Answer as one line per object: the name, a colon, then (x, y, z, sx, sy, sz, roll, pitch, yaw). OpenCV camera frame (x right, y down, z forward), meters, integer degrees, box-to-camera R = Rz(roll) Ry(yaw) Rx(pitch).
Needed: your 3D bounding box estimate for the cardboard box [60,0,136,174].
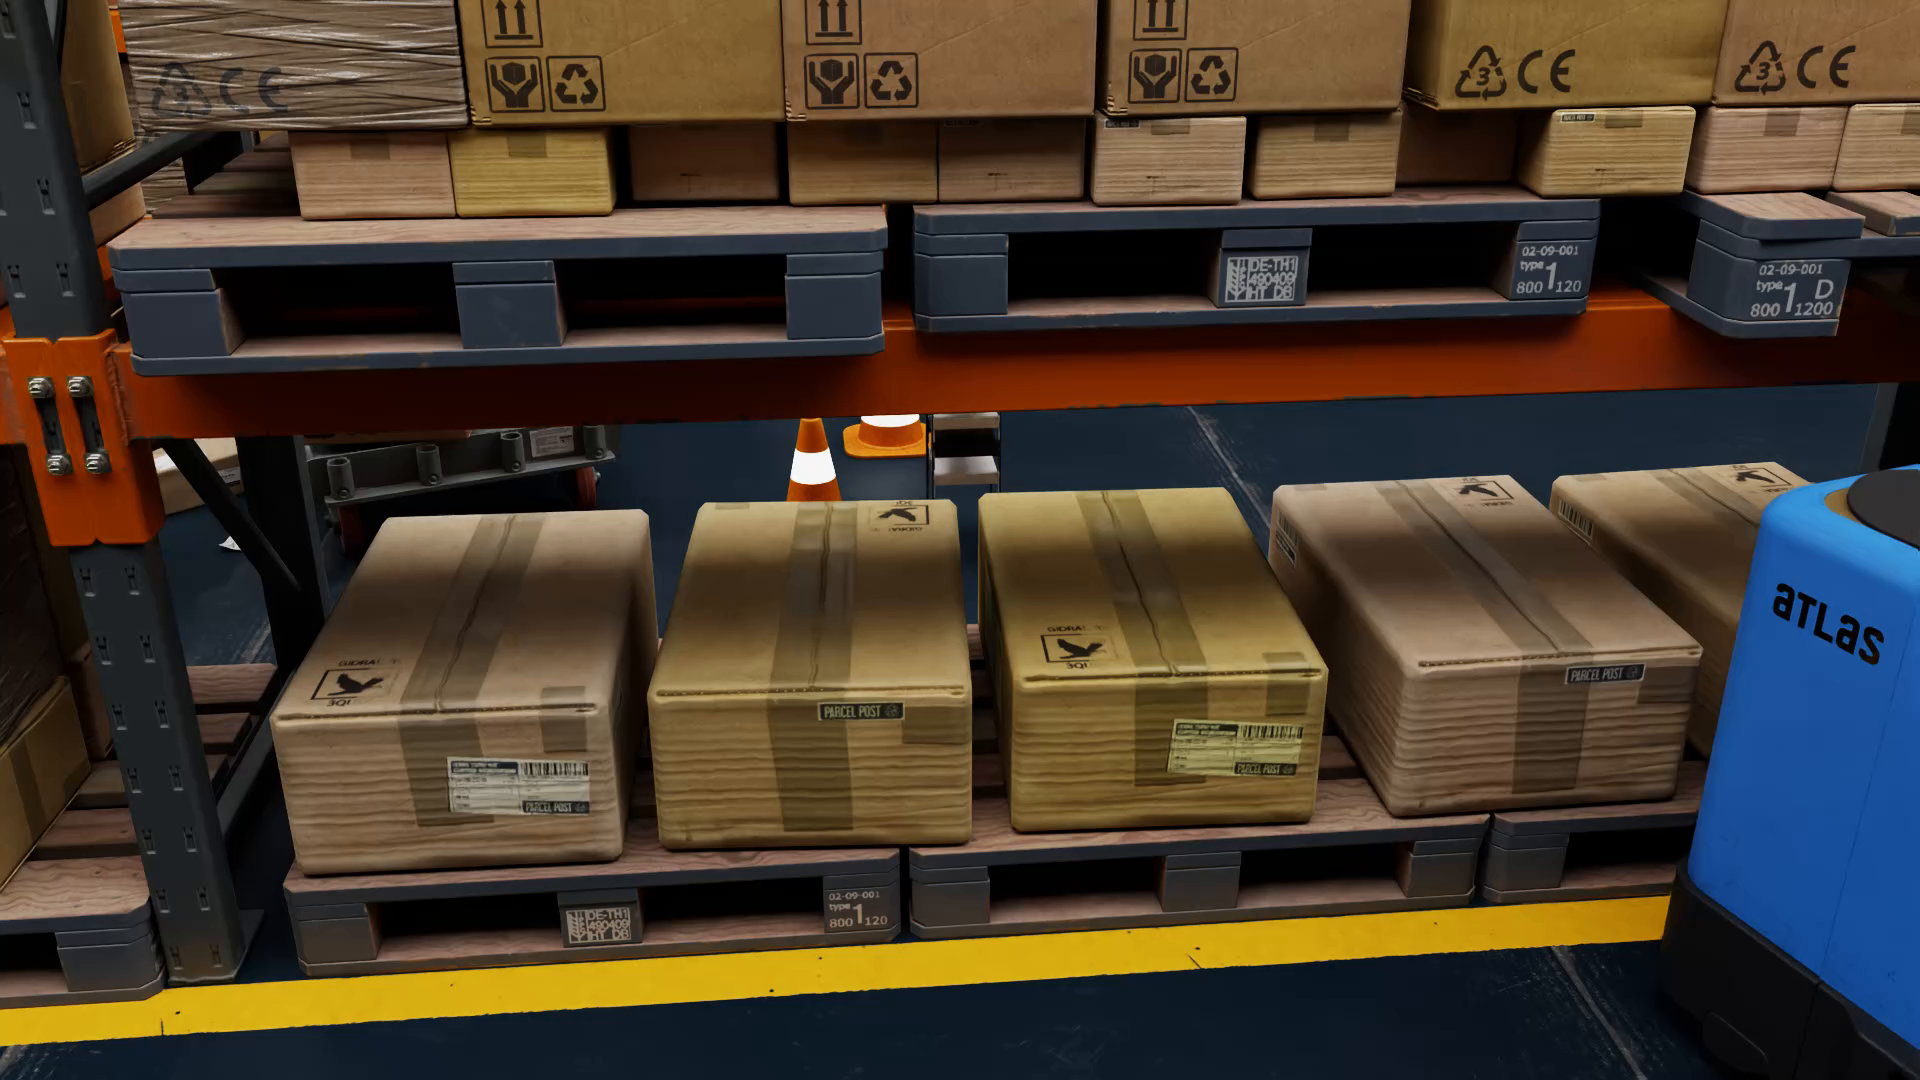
cardboard box: (-2.007, -0.972, 3.255, 0.500, 0.500, 0.500, -2, 24, -5)

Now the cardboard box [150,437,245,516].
cardboard box: (-2.563, -0.281, 5.555, 0.258, 0.266, 0.396, 22, 32, 40)

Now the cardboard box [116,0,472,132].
cardboard box: (-1.047, -0.972, 2.737, 0.500, 0.500, 0.500, -2, 24, -4)

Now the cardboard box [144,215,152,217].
cardboard box: (-3.573, -1.074, 7.048, 0.500, 0.500, 0.500, 2, 24, 4)

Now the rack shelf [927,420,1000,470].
rack shelf: (0.008, -0.299, 5.118, 0.200, 0.077, 0.258, -2, 24, -5)

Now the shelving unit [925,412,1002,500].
shelving unit: (0.008, -0.412, 5.068, 0.210, 0.900, 0.258, -2, 24, -5)

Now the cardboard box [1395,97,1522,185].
cardboard box: (0.844, -0.773, 3.089, 0.250, 0.149, 0.380, -2, 24, -5)

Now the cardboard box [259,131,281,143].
cardboard box: (-2.762, -1.916, 7.967, 0.875, 0.875, 0.875, -2, 24, -4)

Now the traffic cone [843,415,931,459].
traffic cone: (-0.255, -0.567, 5.957, 0.334, 0.463, 0.336, -2, 24, -5)

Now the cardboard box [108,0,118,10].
cardboard box: (-3.589, -2.736, 7.528, 0.550, 0.550, 0.875, -2, 24, -5)

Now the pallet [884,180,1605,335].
pallet: (0.473, -0.672, 3.305, 1.213, 0.211, 1.003, -2, 24, -5)

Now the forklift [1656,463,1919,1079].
forklift: (2.366, 0.036, 1.560, 1.130, 2.935, 3.031, -10, 26, -21)

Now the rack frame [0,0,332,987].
rack frame: (-1.542, -0.695, 3.122, 0.127, 3.000, 1.000, -2, 24, -5)

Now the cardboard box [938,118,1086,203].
cardboard box: (0.070, -0.718, 2.965, 0.250, 0.149, 0.380, -2, 24, -5)

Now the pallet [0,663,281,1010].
pallet: (-2.207, 0.620, 3.595, 1.213, 0.211, 1.003, -2, 24, -5)

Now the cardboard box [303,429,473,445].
cardboard box: (-1.747, -0.618, 5.091, 0.500, 0.500, 0.500, -2, 24, -5)

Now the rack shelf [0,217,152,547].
rack shelf: (-3.532, -0.287, 3.088, 4.000, 0.370, 1.077, -2, 24, -5)

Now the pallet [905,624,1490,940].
pallet: (0.450, 0.497, 3.872, 1.213, 0.211, 1.003, -2, 24, -5)

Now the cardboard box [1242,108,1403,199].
cardboard box: (0.602, -0.730, 2.992, 0.250, 0.149, 0.380, -3, 24, -7)

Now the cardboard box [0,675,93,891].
cardboard box: (-2.104, 0.501, 3.297, 0.500, 0.250, 0.500, -1, 24, -3)

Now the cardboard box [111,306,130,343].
cardboard box: (-3.093, -0.591, 5.793, 0.503, 0.637, 0.797, -2, 24, -5)

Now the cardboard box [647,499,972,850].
cardboard box: (-0.305, 0.261, 3.687, 0.625, 0.372, 0.950, -1, 24, -2)

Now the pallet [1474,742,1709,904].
pallet: (1.661, 0.450, 3.978, 1.213, 0.211, 1.003, -2, 24, -5)

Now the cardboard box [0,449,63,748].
cardboard box: (-2.104, 0.159, 3.145, 0.500, 0.500, 0.500, -3, 24, -6)

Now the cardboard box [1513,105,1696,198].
cardboard box: (1.106, -0.732, 2.997, 0.250, 0.149, 0.380, -2, 24, -4)

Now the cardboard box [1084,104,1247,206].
cardboard box: (0.339, -0.708, 2.941, 0.250, 0.149, 0.380, -1, 24, -3)

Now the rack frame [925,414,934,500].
rack frame: (-0.093, -0.407, 5.059, 0.006, 0.900, 0.240, -2, 24, -5)

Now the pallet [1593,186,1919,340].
pallet: (1.740, -0.696, 3.359, 1.003, 0.211, 1.213, -2, 24, -5)

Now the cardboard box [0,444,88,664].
cardboard box: (-2.155, -0.059, 3.635, 0.500, 0.500, 0.500, -1, 24, -3)

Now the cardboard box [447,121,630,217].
cardboard box: (-0.711, -0.673, 2.864, 0.250, 0.149, 0.380, -2, 24, -4)

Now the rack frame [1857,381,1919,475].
rack frame: (2.439, -0.855, 3.481, 0.127, 3.000, 1.000, -2, 24, -5)

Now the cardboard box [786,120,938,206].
cardboard box: (-0.177, -0.709, 2.944, 0.250, 0.149, 0.380, -2, 24, -4)

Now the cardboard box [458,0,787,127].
cardboard box: (-0.549, -0.992, 2.782, 0.500, 0.500, 0.500, -2, 24, -5)

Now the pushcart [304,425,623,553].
pushcart: (-1.816, -0.417, 5.723, 0.936, 0.377, 1.648, -11, 26, -23)

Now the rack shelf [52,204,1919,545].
rack shelf: (0.449, -0.447, 3.447, 4.000, 0.370, 1.077, -2, 24, -5)

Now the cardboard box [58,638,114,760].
cardboard box: (-2.155, 0.284, 3.787, 0.500, 0.250, 0.500, -3, 24, -8)

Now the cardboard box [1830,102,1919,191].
cardboard box: (1.630, -0.756, 3.050, 0.250, 0.149, 0.380, -2, 24, -6)

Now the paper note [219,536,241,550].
paper note: (-2.237, -0.007, 5.228, 0.142, 0.019, 0.148, -2, 24, -5)

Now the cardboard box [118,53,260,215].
cardboard box: (-3.658, -1.879, 7.883, 0.875, 0.875, 0.875, -2, 24, -5)

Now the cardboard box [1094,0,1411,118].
cardboard box: (0.455, -1.031, 2.870, 0.500, 0.500, 0.500, -3, 24, -7)

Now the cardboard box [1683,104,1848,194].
cardboard box: (1.379, -0.749, 3.035, 0.250, 0.149, 0.380, -3, 24, -8)

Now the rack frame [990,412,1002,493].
rack frame: (0.109, -0.416, 5.077, 0.006, 0.900, 0.240, -2, 24, -5)

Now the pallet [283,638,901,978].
pallet: (-0.767, 0.547, 3.759, 1.213, 0.211, 1.003, -2, 24, -5)

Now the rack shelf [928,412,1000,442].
rack shelf: (0.008, -0.381, 5.081, 0.200, 0.077, 0.258, -2, 24, -5)

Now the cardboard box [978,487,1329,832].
cardboard box: (0.387, 0.233, 3.751, 0.625, 0.372, 0.950, -2, 24, -3)

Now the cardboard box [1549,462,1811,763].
cardboard box: (1.876, 0.172, 3.888, 0.625, 0.372, 0.950, -4, 24, -9)

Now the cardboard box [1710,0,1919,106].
cardboard box: (1.500, -1.073, 2.965, 0.500, 0.500, 0.500, -3, 24, -6)

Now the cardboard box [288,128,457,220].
cardboard box: (-0.961, -0.667, 2.850, 0.250, 0.149, 0.380, -2, 24, -4)

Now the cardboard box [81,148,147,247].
cardboard box: (-1.887, -0.698, 3.436, 0.250, 0.149, 0.380, -2, 24, -5)

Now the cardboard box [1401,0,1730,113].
cardboard box: (0.998, -1.052, 2.918, 0.500, 0.500, 0.500, -4, 24, -9)

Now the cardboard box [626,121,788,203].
cardboard box: (-0.437, -0.716, 2.959, 0.250, 0.149, 0.380, -1, 24, -2)

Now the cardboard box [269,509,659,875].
cardboard box: (-1.020, 0.291, 3.619, 0.625, 0.372, 0.950, -2, 24, -4)

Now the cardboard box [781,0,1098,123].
cardboard box: (-0.055, -1.006, 2.814, 0.500, 0.500, 0.500, -2, 24, -5)

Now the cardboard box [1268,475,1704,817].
cardboard box: (1.142, 0.205, 3.814, 0.625, 0.372, 0.950, -3, 24, -6)

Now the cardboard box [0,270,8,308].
cardboard box: (-1.832, -0.445, 2.867, 0.250, 0.149, 0.380, -3, 24, -6)

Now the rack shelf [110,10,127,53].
rack shelf: (-4.119, -2.284, 7.580, 4.000, 0.370, 1.077, -2, 24, -5)

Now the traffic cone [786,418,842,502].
traffic cone: (-0.445, -0.152, 5.021, 0.334, 0.463, 0.336, -2, 24, -5)

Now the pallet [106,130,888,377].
pallet: (-0.767, -0.580, 3.097, 1.213, 0.211, 1.003, -2, 24, -5)

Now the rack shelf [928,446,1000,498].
rack shelf: (0.008, -0.217, 5.155, 0.200, 0.077, 0.258, -2, 24, -5)
